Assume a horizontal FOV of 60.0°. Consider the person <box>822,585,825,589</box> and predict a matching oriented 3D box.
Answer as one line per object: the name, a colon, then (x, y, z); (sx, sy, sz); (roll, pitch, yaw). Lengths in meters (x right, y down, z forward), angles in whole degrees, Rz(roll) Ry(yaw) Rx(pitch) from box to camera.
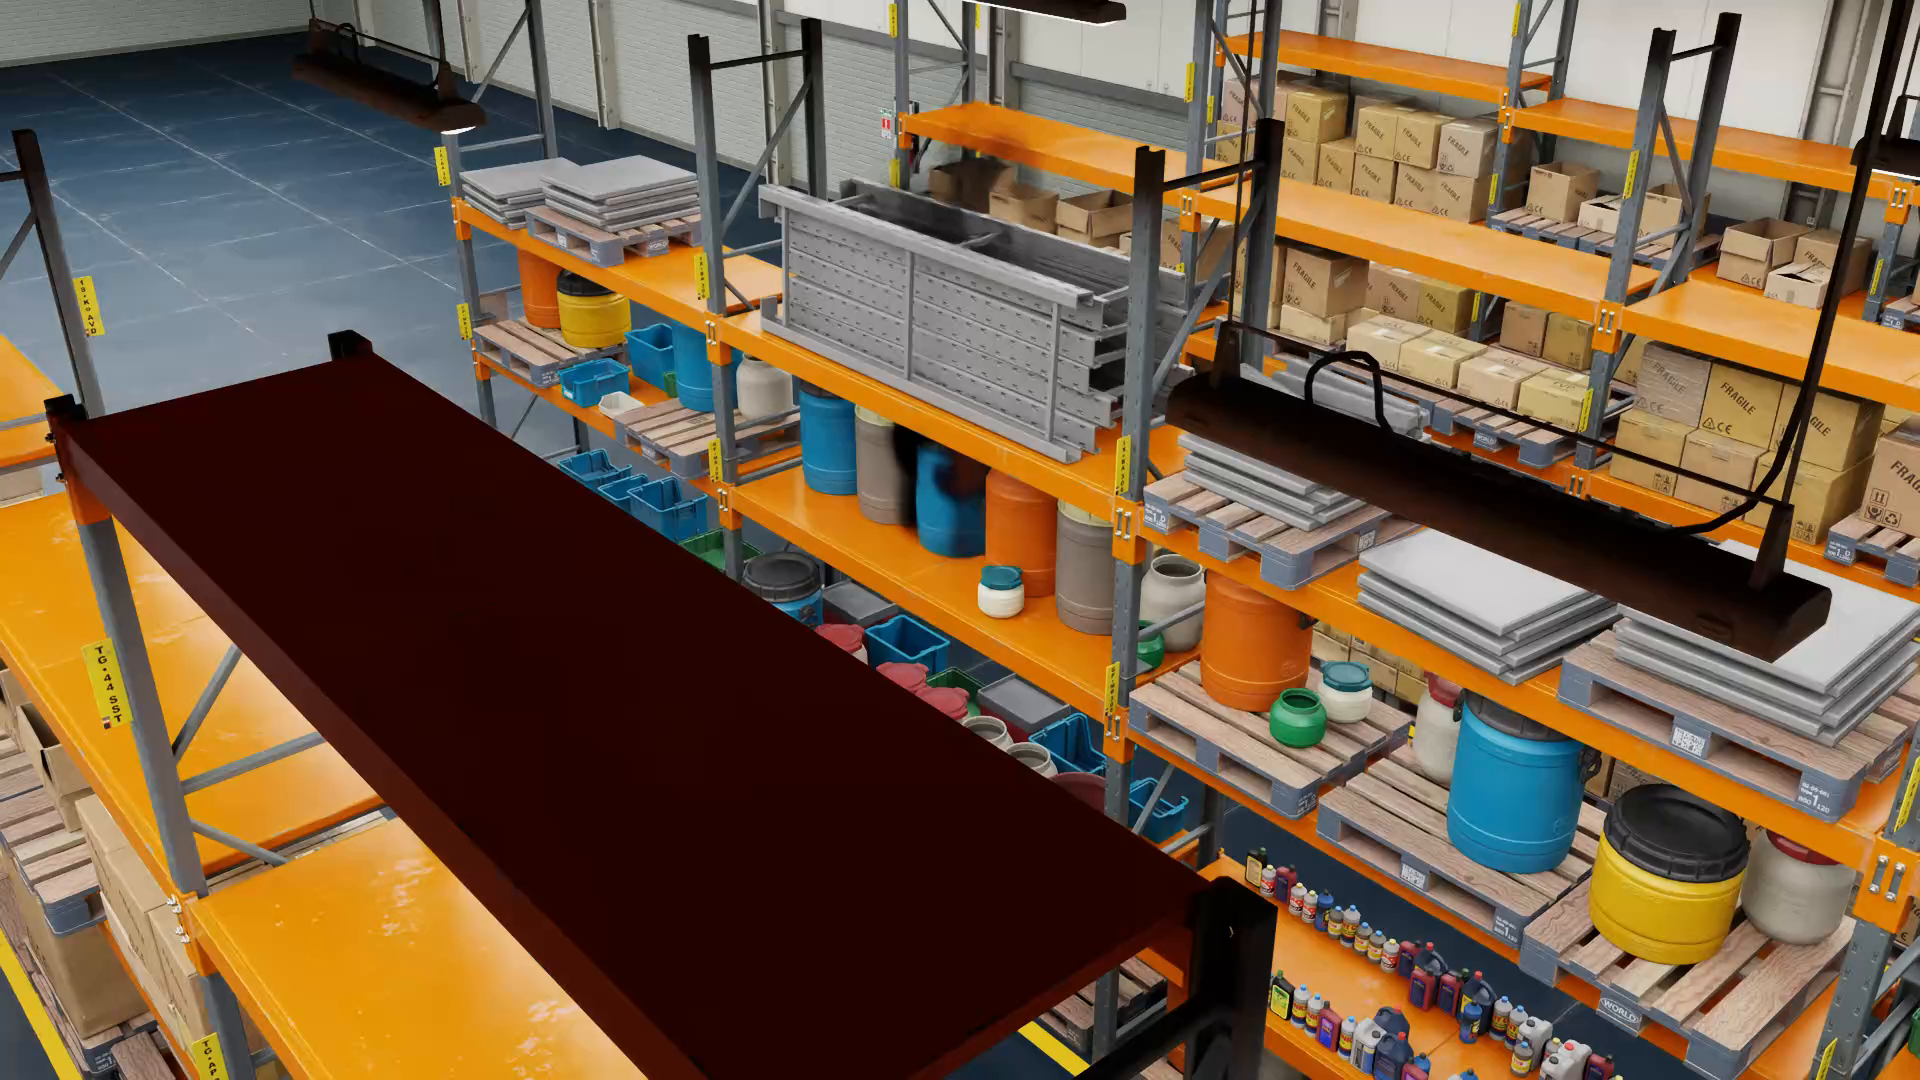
person: (-1.112, -0.116, 16.133); (0.753, 1.553, 0.529); (17, 31, 30)
